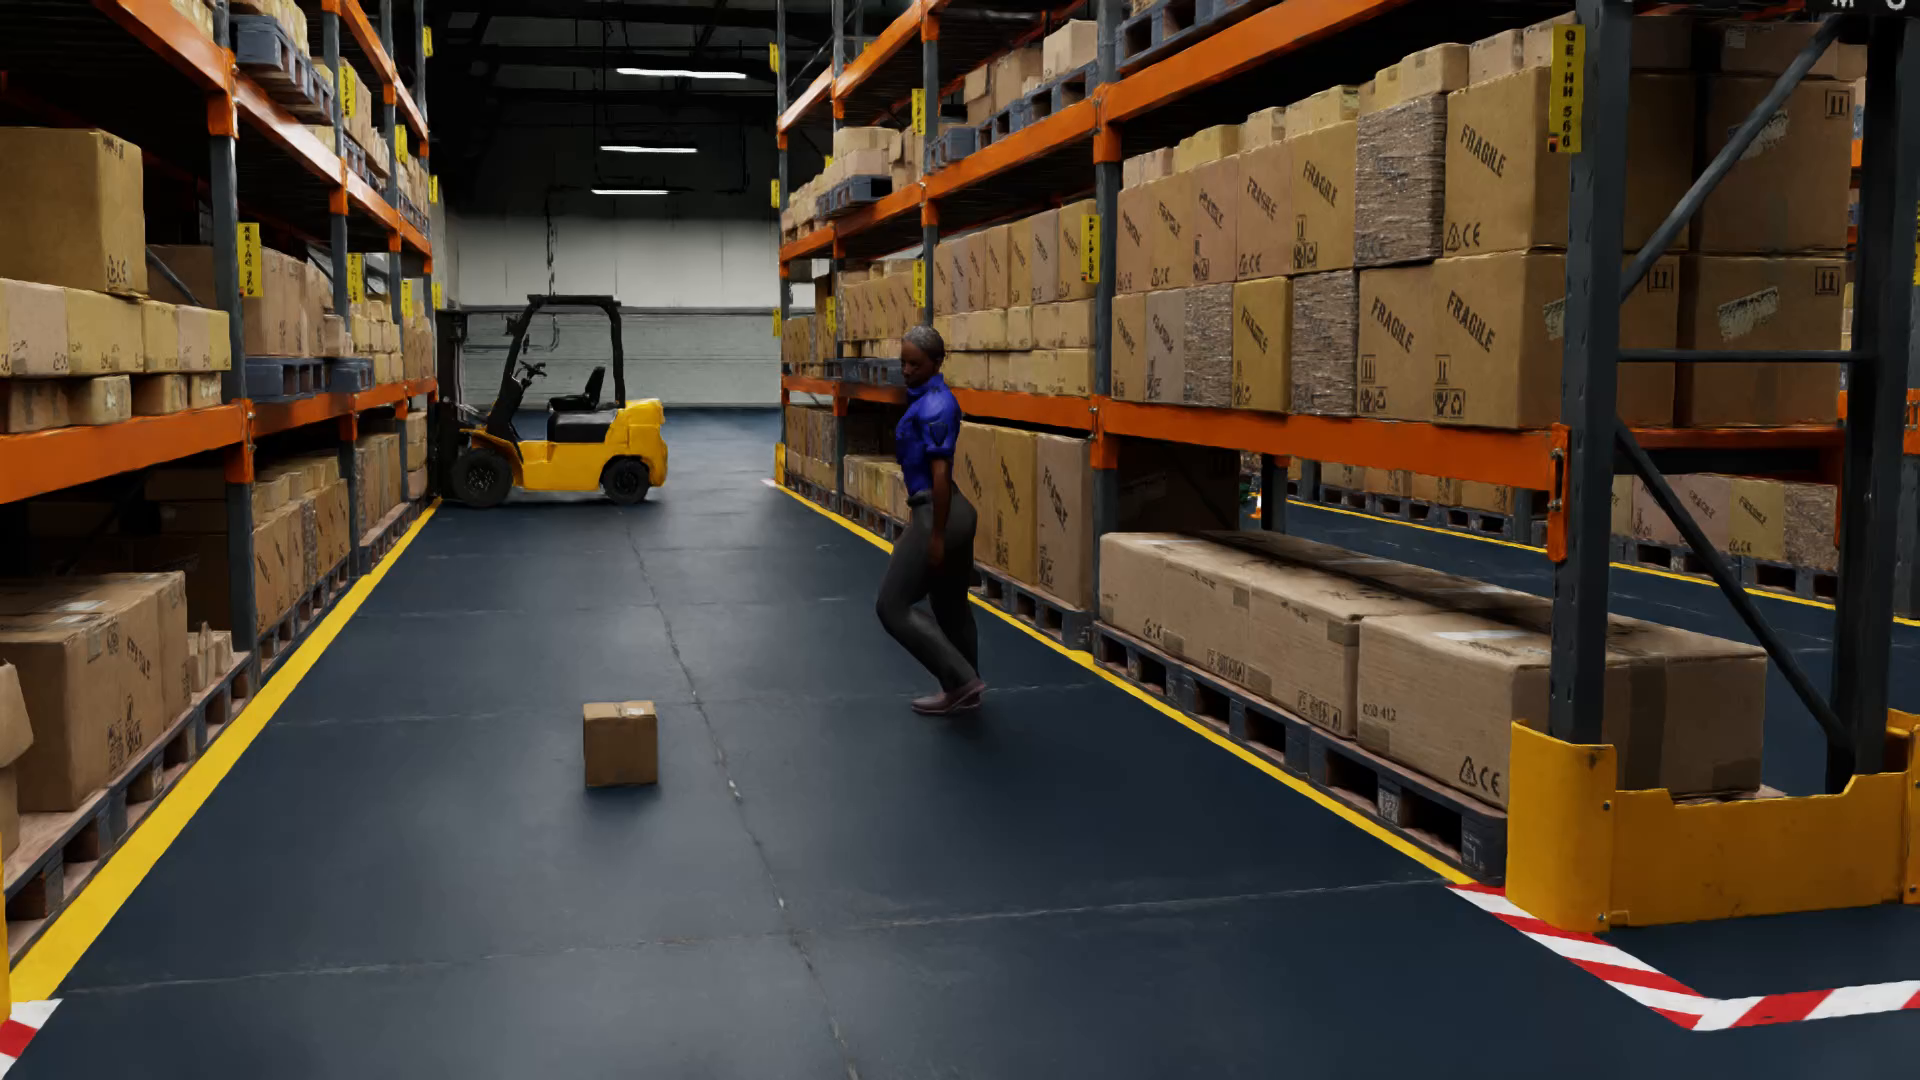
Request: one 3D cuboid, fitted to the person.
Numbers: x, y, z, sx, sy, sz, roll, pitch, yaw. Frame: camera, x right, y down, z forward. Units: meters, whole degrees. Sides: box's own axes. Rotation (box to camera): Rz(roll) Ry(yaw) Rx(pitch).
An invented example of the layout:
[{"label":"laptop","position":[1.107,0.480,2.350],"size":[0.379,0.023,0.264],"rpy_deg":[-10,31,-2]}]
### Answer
[{"label":"person","position":[-0.104,-0.055,6.774],"size":[0.445,1.632,0.554],"rpy_deg":[1,6,5]}]
